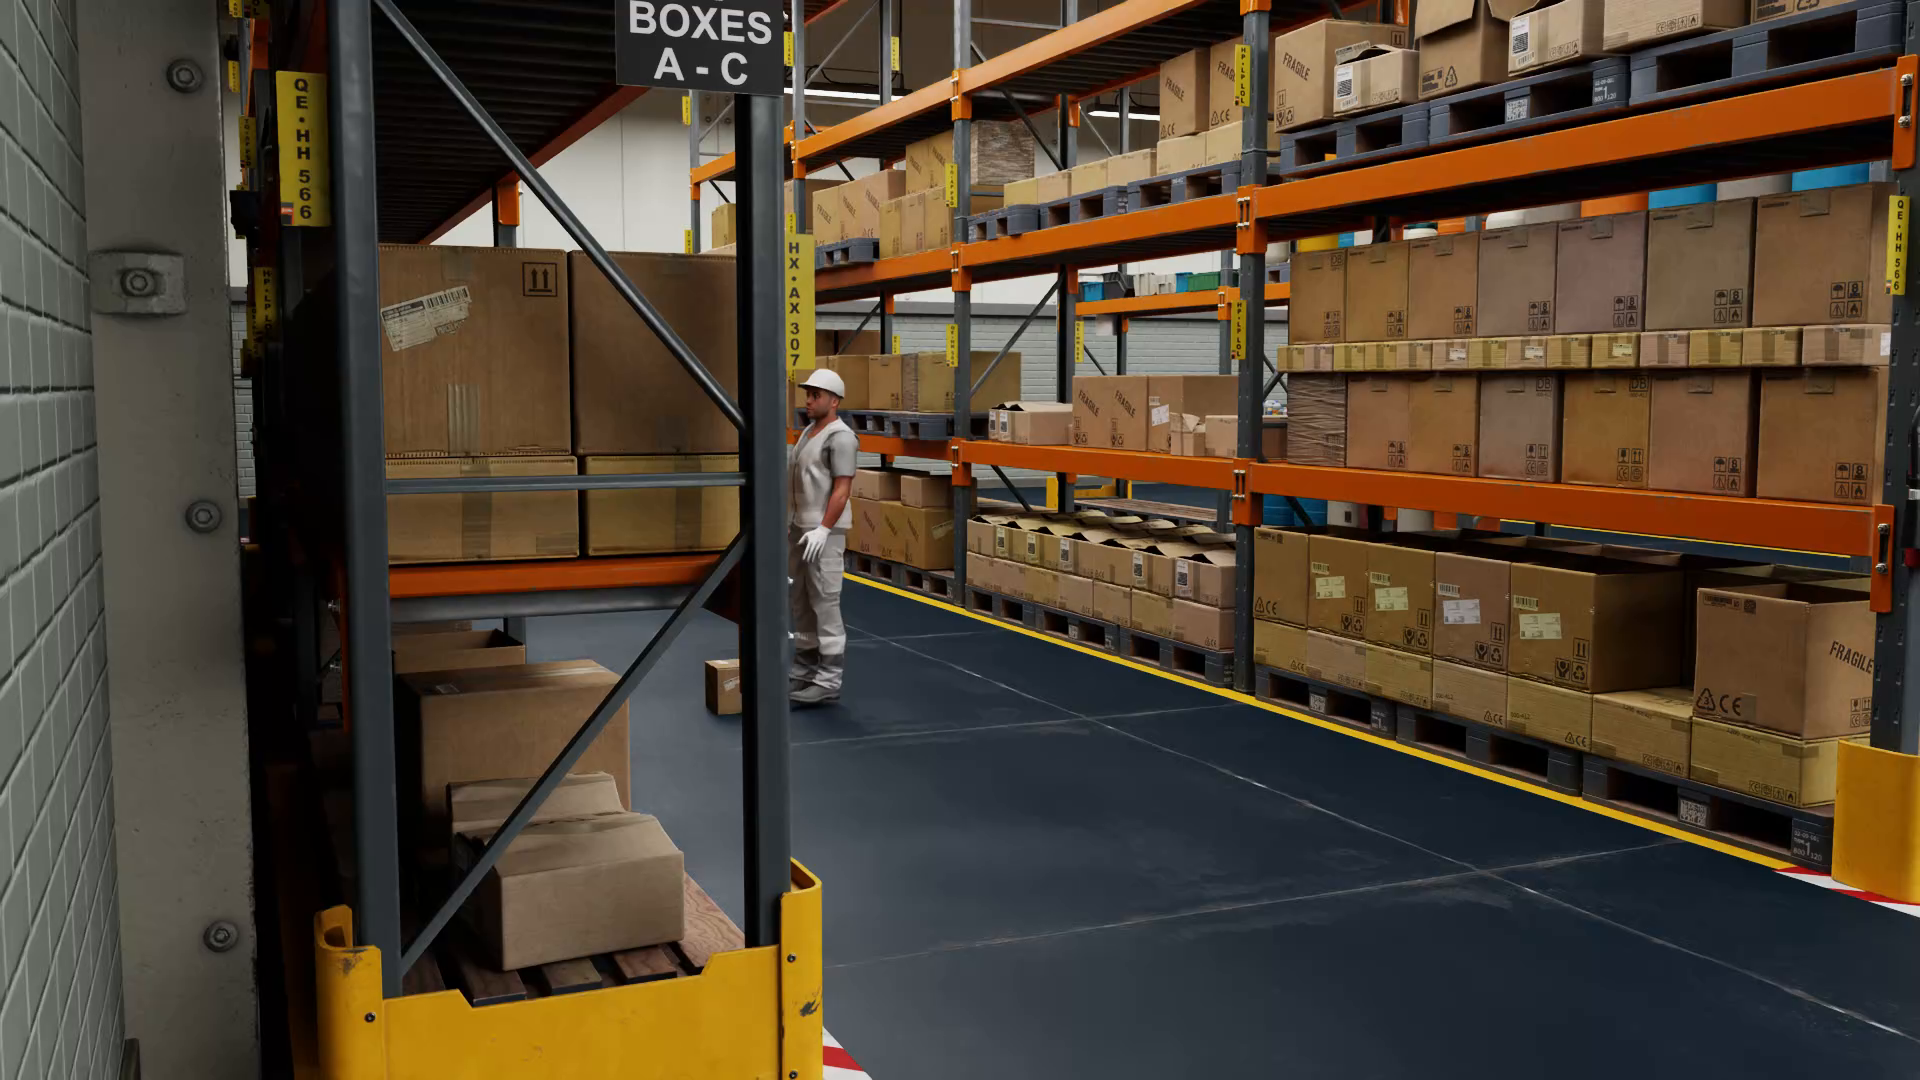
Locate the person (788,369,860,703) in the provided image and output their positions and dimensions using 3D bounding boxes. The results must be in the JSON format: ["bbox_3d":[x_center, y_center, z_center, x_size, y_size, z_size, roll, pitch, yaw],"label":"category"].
[{"bbox_3d":[-0.808,-0.023,9.031,0.428,1.805,0.571,-3,6,-30],"label":"person"}]
